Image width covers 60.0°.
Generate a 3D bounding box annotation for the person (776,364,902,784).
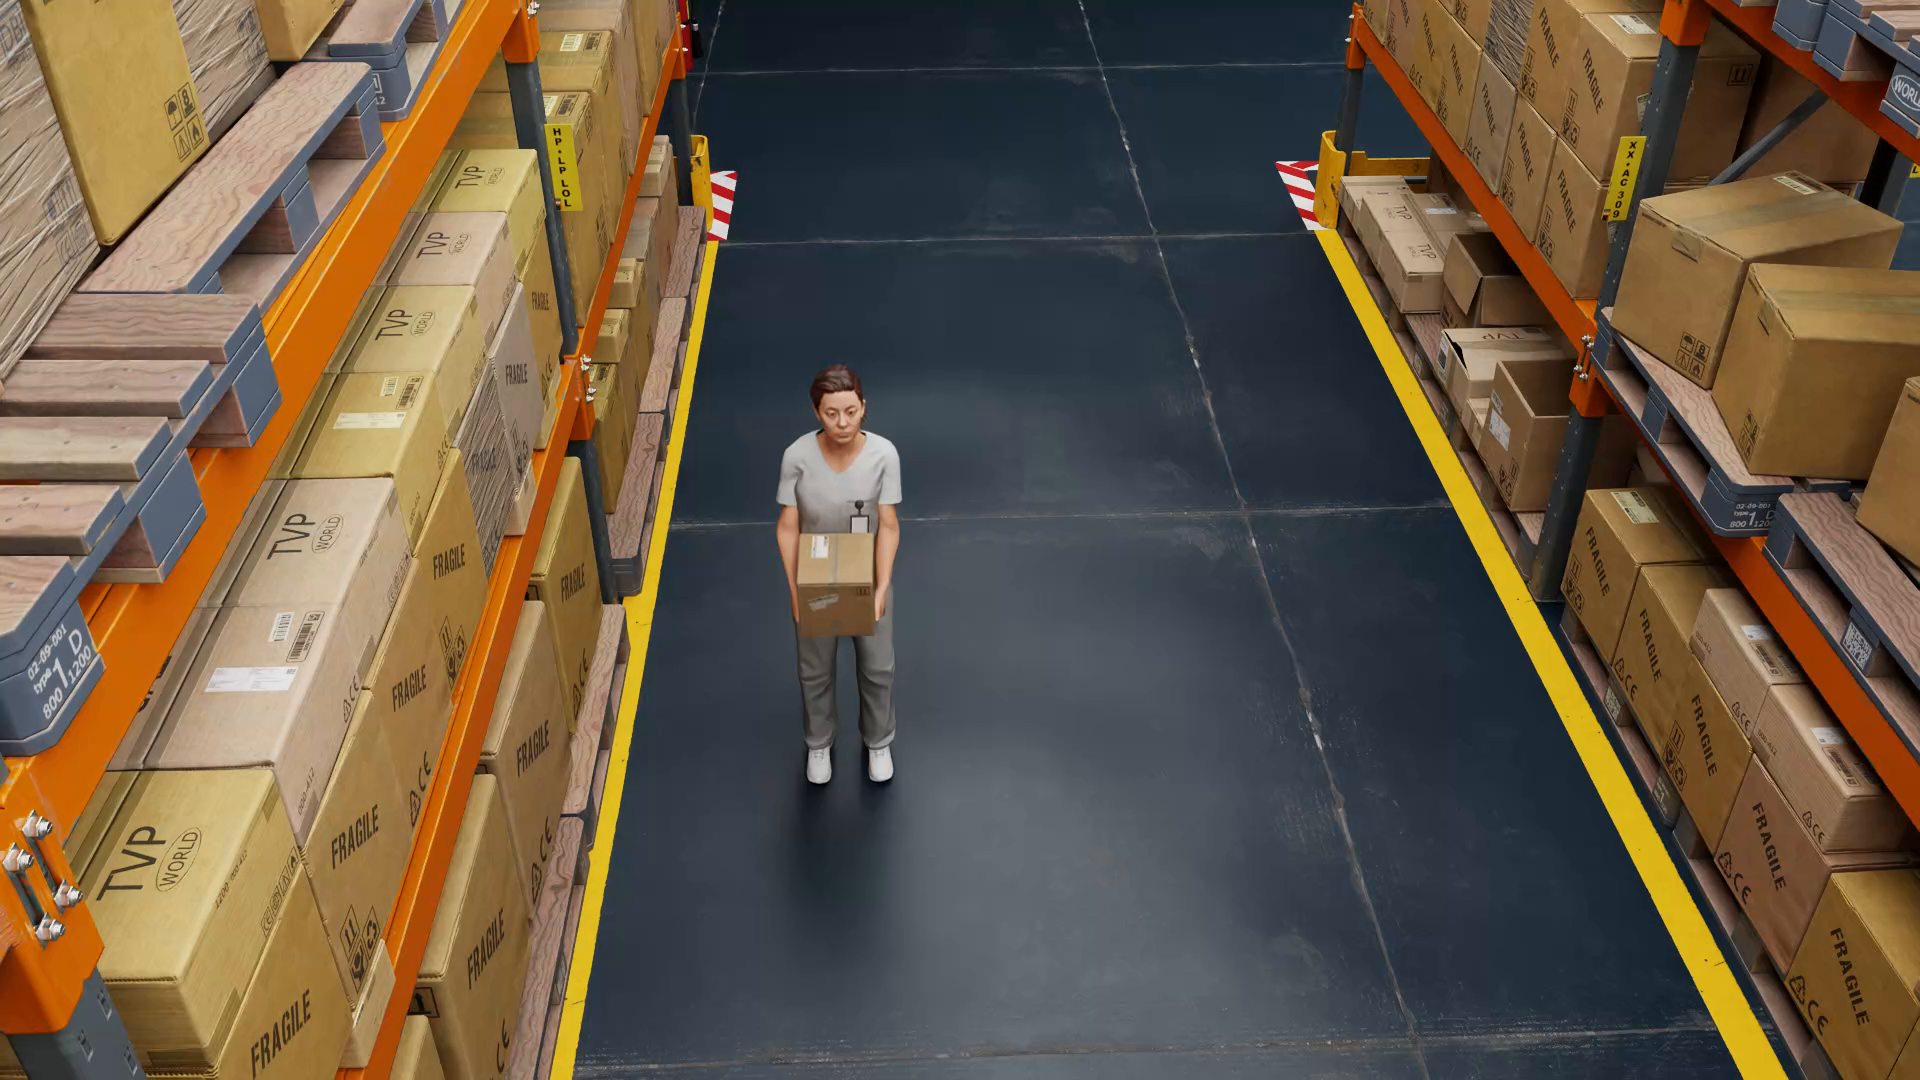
[{"bbox_3d":[-0.417,0.187,5.895,0.436,1.664,0.558,-1,35,-1],"label":"person"}]
